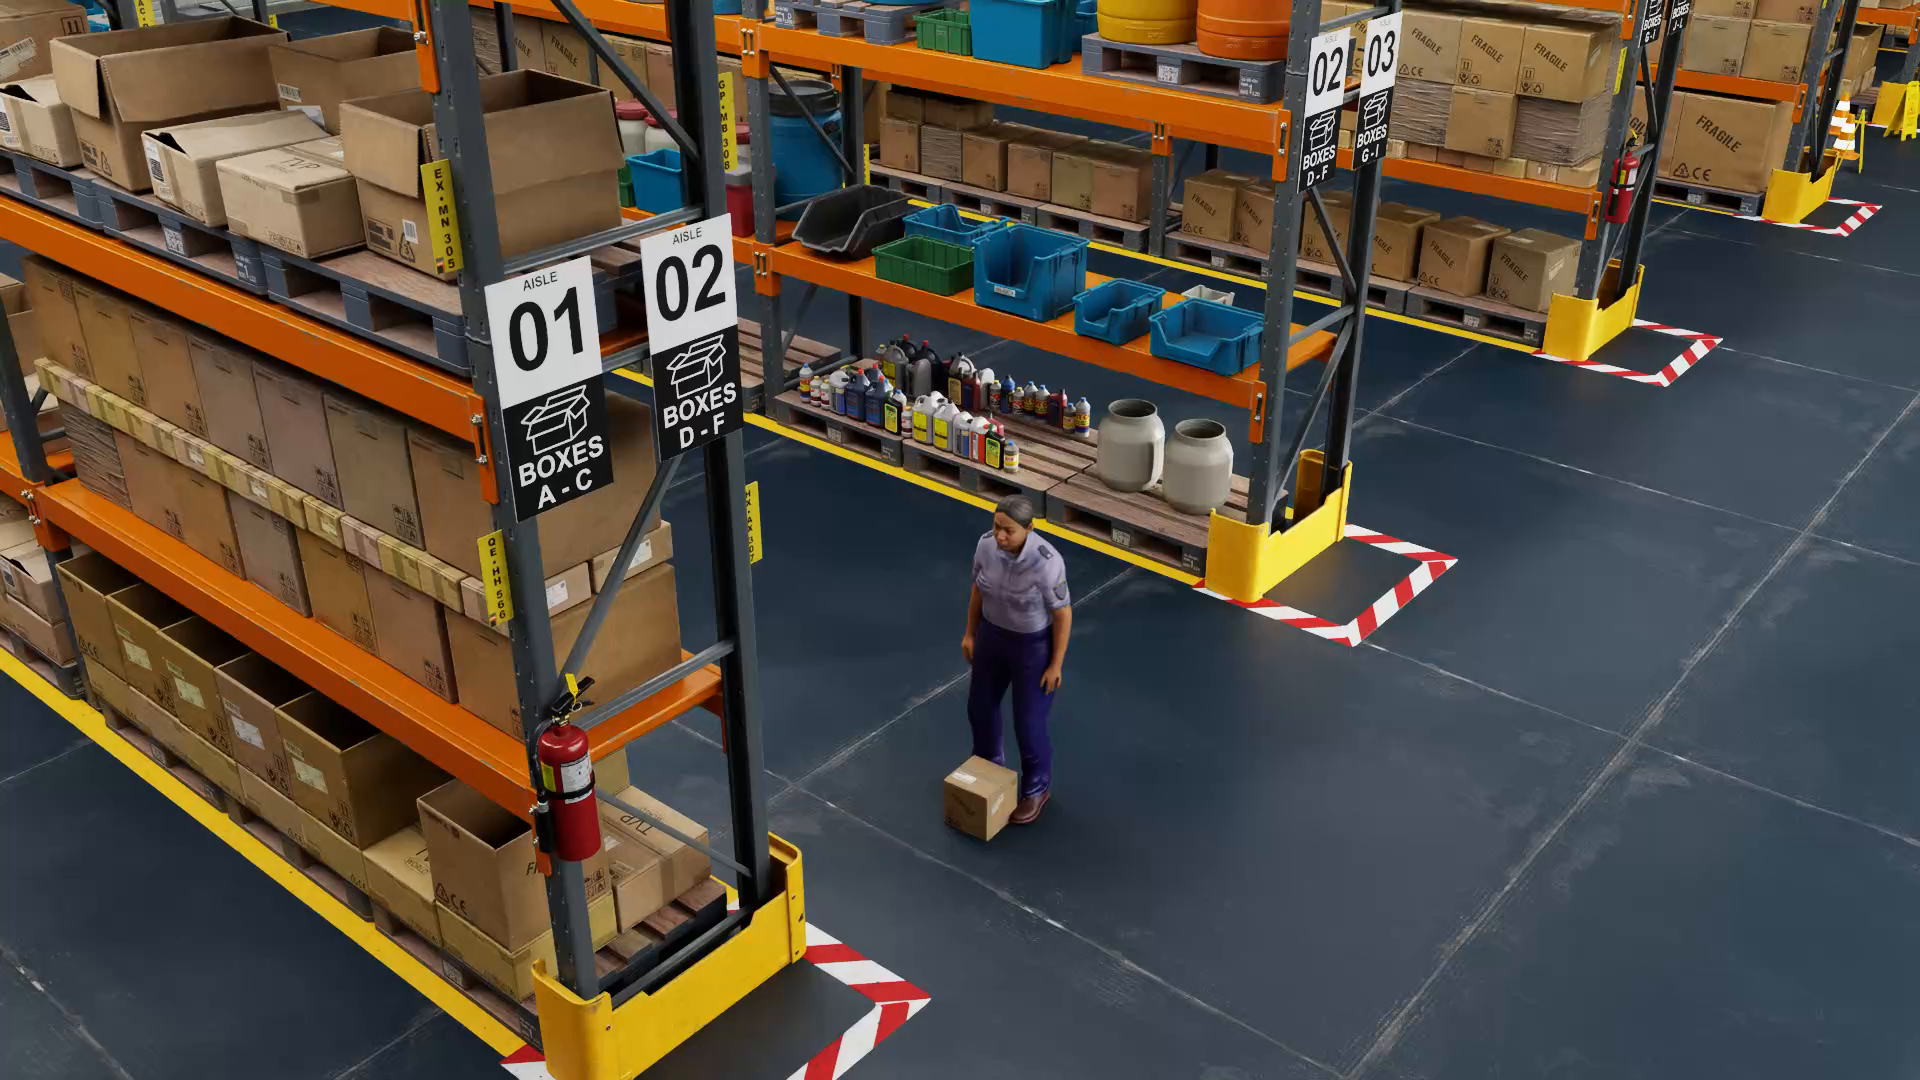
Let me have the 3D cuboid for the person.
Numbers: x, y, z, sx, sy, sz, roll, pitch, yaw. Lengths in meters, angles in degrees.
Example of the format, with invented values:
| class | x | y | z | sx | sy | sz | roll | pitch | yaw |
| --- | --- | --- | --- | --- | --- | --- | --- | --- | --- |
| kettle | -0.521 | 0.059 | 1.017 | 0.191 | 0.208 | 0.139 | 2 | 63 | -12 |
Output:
| class | x | y | z | sx | sy | sz | roll | pitch | yaw |
| --- | --- | --- | --- | --- | --- | --- | --- | --- | --- |
| person | 0.246 | 0.507 | 7.654 | 0.563 | 1.653 | 0.370 | 19 | 33 | 32 |
